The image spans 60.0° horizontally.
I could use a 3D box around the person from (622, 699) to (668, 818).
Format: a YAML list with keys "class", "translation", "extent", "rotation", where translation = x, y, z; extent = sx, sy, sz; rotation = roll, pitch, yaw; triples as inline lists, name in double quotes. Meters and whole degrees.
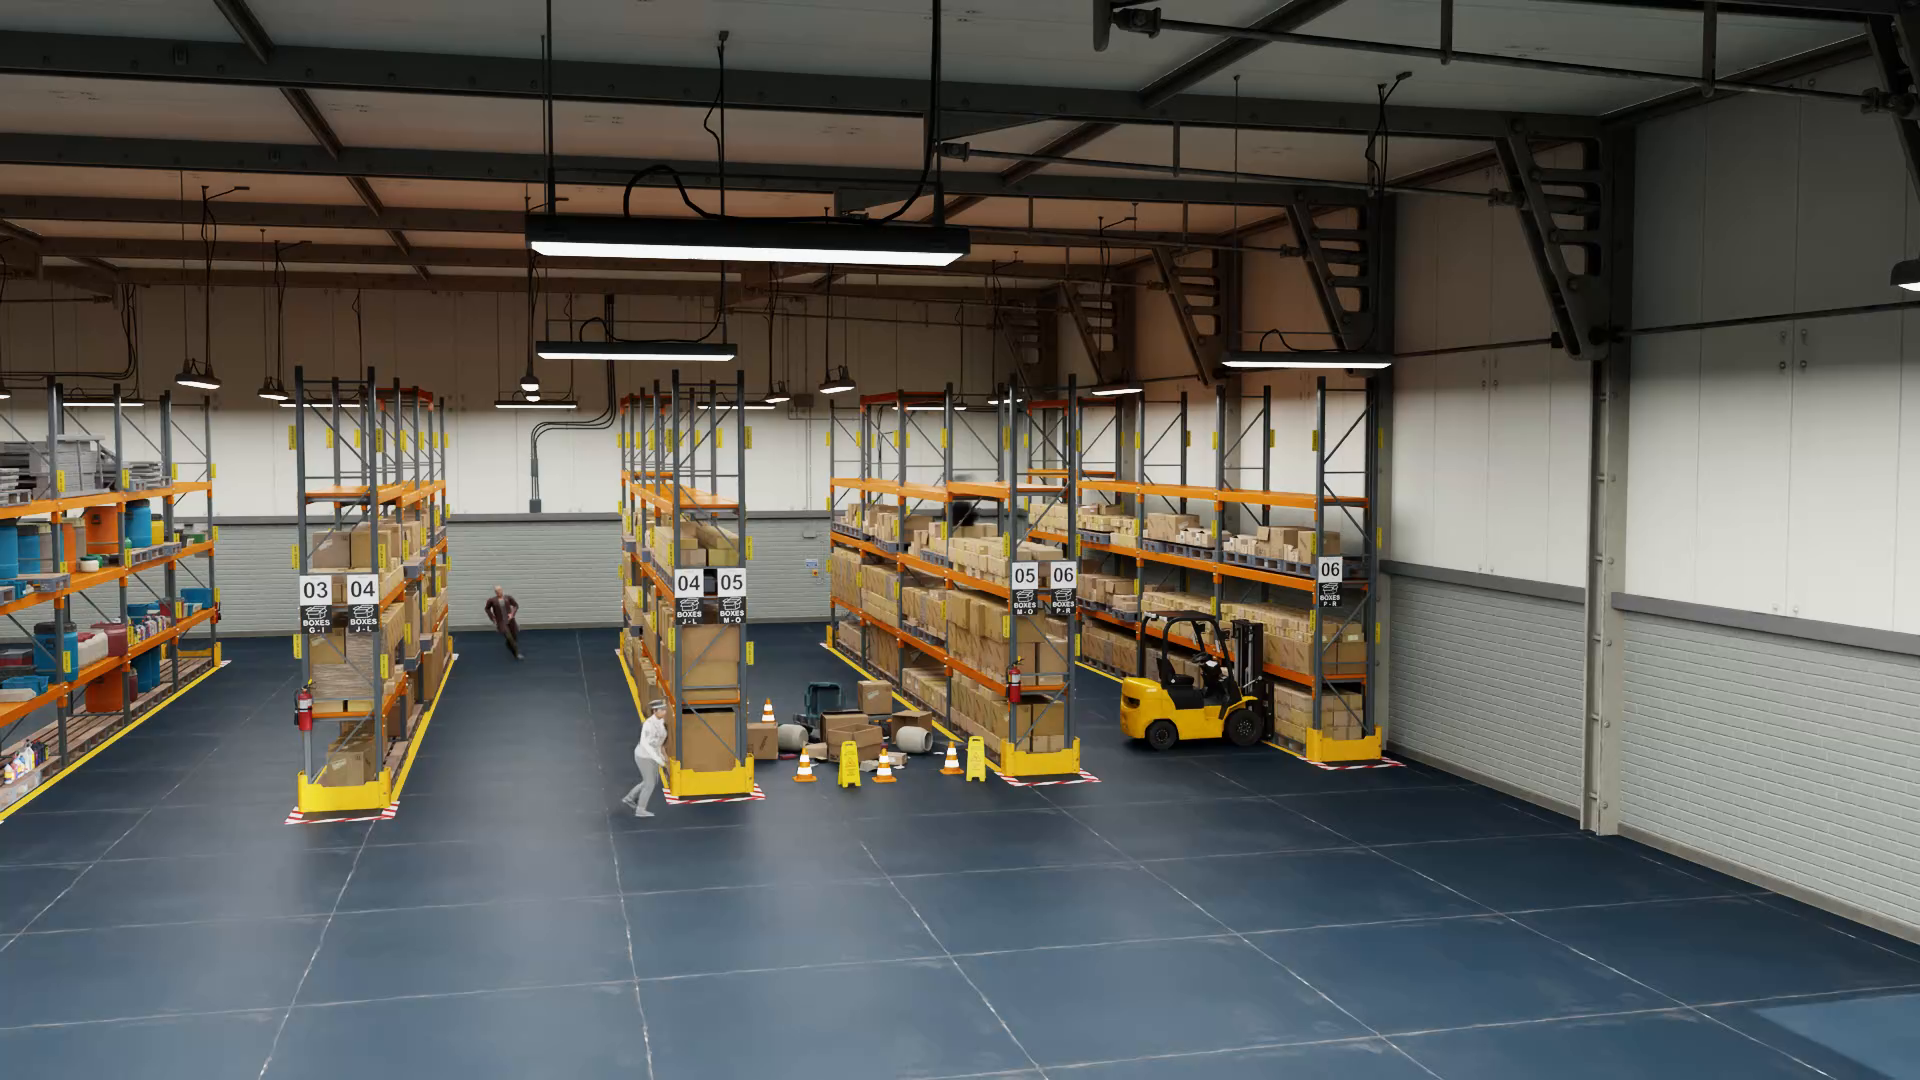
- class: "person"
  translation: [-4.193, 2.883, 22.058]
  extent: [0.714, 1.603, 0.575]
  rotation: [1, 3, 12]

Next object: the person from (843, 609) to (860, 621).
- class: "person"
  translation: [-2.611, 1.627, 41.790]
  extent: [0.759, 1.791, 0.696]
  rotation: [-1, 4, -23]

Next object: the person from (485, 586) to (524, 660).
- class: "person"
  translation: [-10.460, 1.924, 38.059]
  extent: [0.755, 1.610, 0.976]
  rotation: [-2, 4, -29]
